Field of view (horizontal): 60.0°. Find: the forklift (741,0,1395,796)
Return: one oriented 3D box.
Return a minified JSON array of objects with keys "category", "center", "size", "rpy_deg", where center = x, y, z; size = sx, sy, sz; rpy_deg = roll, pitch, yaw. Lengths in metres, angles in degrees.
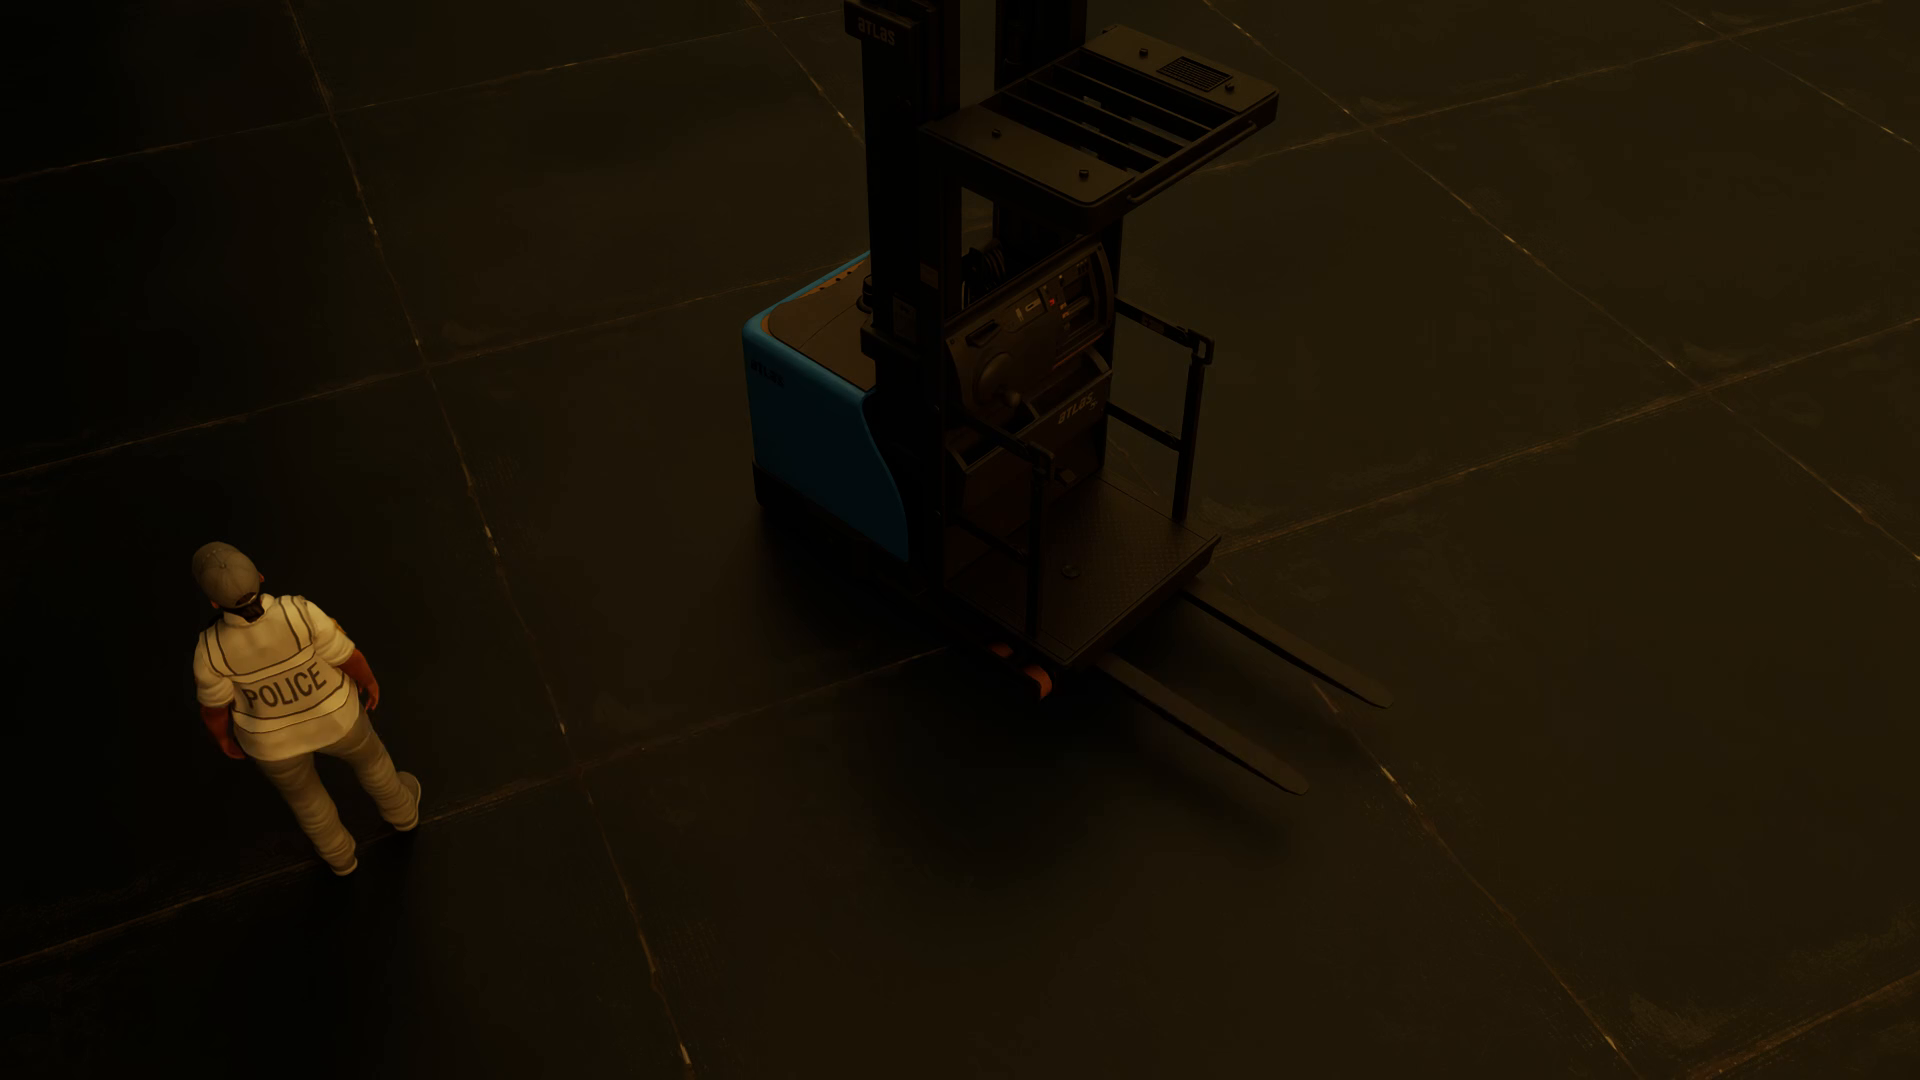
[{"category":"forklift","center":[0.445,-0.788,6.525],"size":[3.031,2.935,1.130],"rpy_deg":[32,52,30]}]

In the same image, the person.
[{"category":"person","center":[-2.372,0.590,5.969],"size":[0.597,1.672,0.513],"rpy_deg":[-20,47,-20]}]
